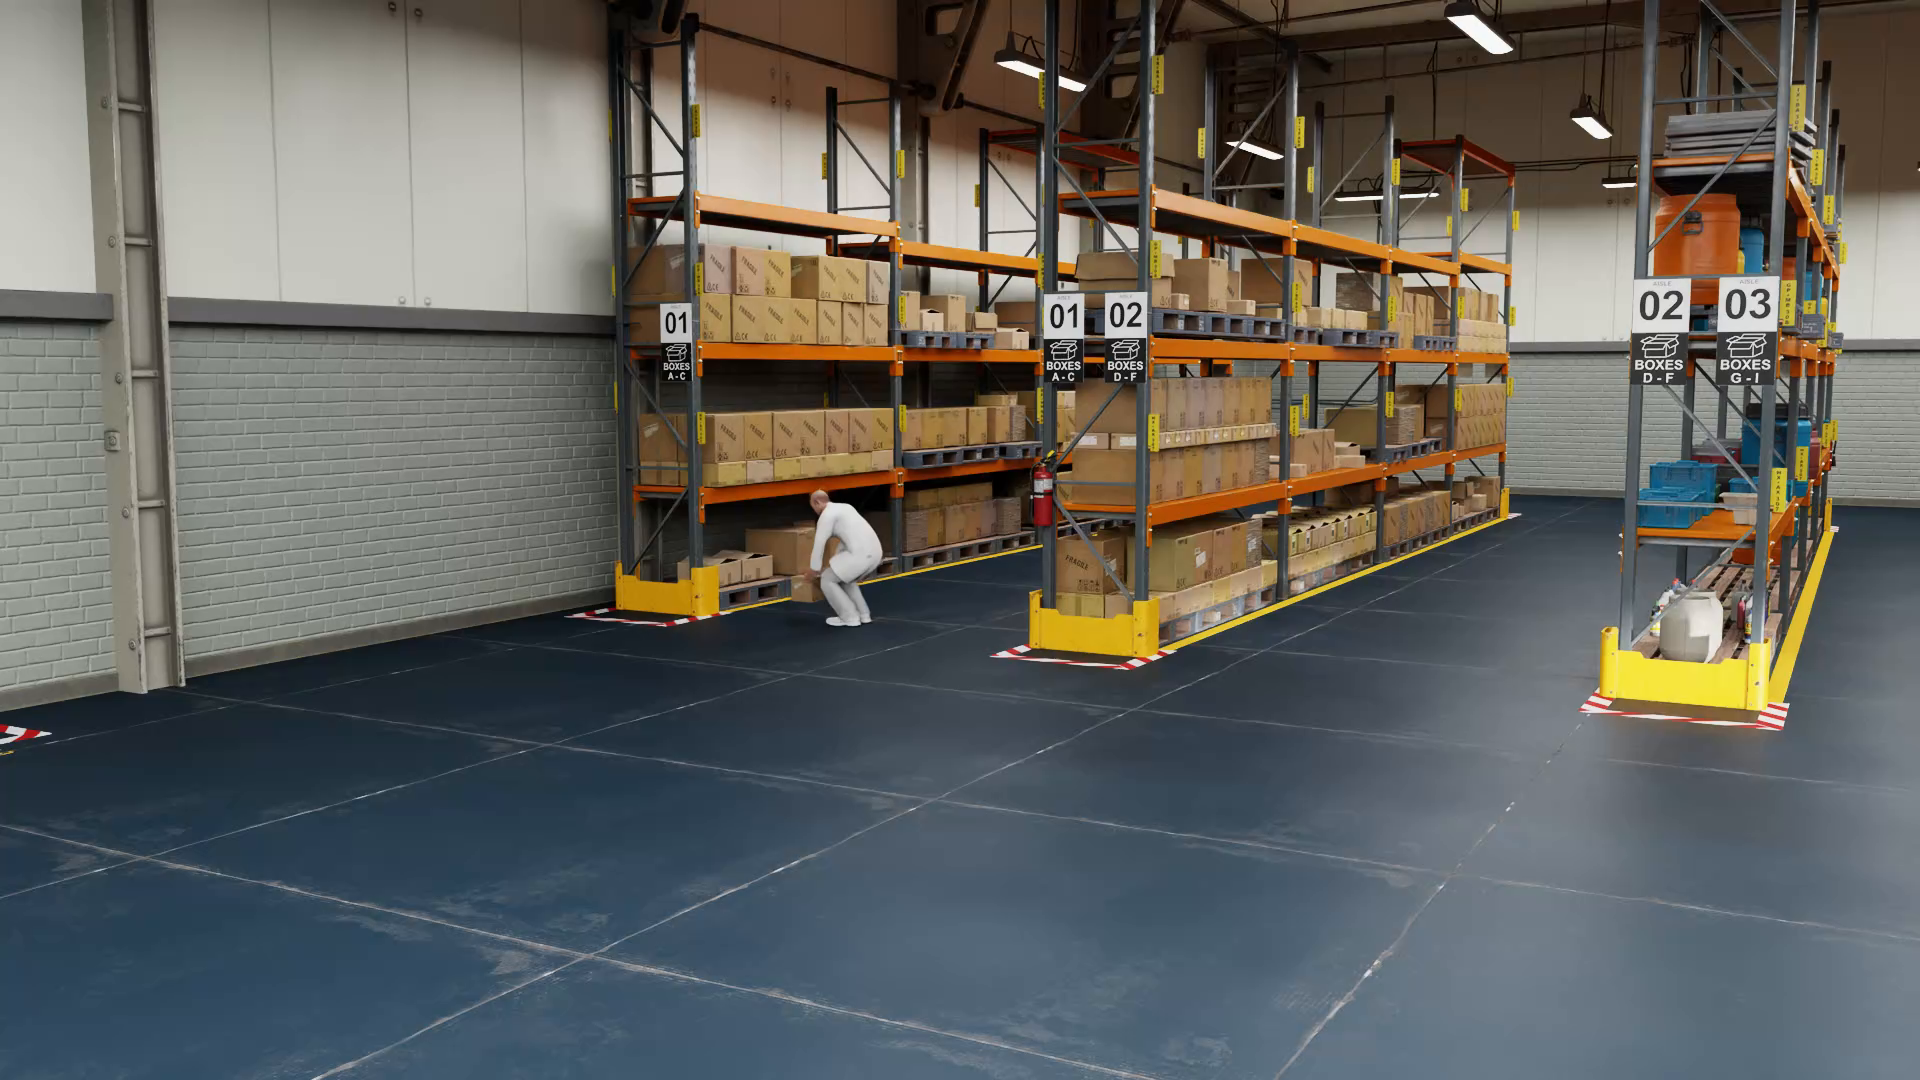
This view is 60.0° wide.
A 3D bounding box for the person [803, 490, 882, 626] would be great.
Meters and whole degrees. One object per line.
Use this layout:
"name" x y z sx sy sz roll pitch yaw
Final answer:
"person" -1.153 0.179 16.540 0.764 1.329 0.631 3 7 29
